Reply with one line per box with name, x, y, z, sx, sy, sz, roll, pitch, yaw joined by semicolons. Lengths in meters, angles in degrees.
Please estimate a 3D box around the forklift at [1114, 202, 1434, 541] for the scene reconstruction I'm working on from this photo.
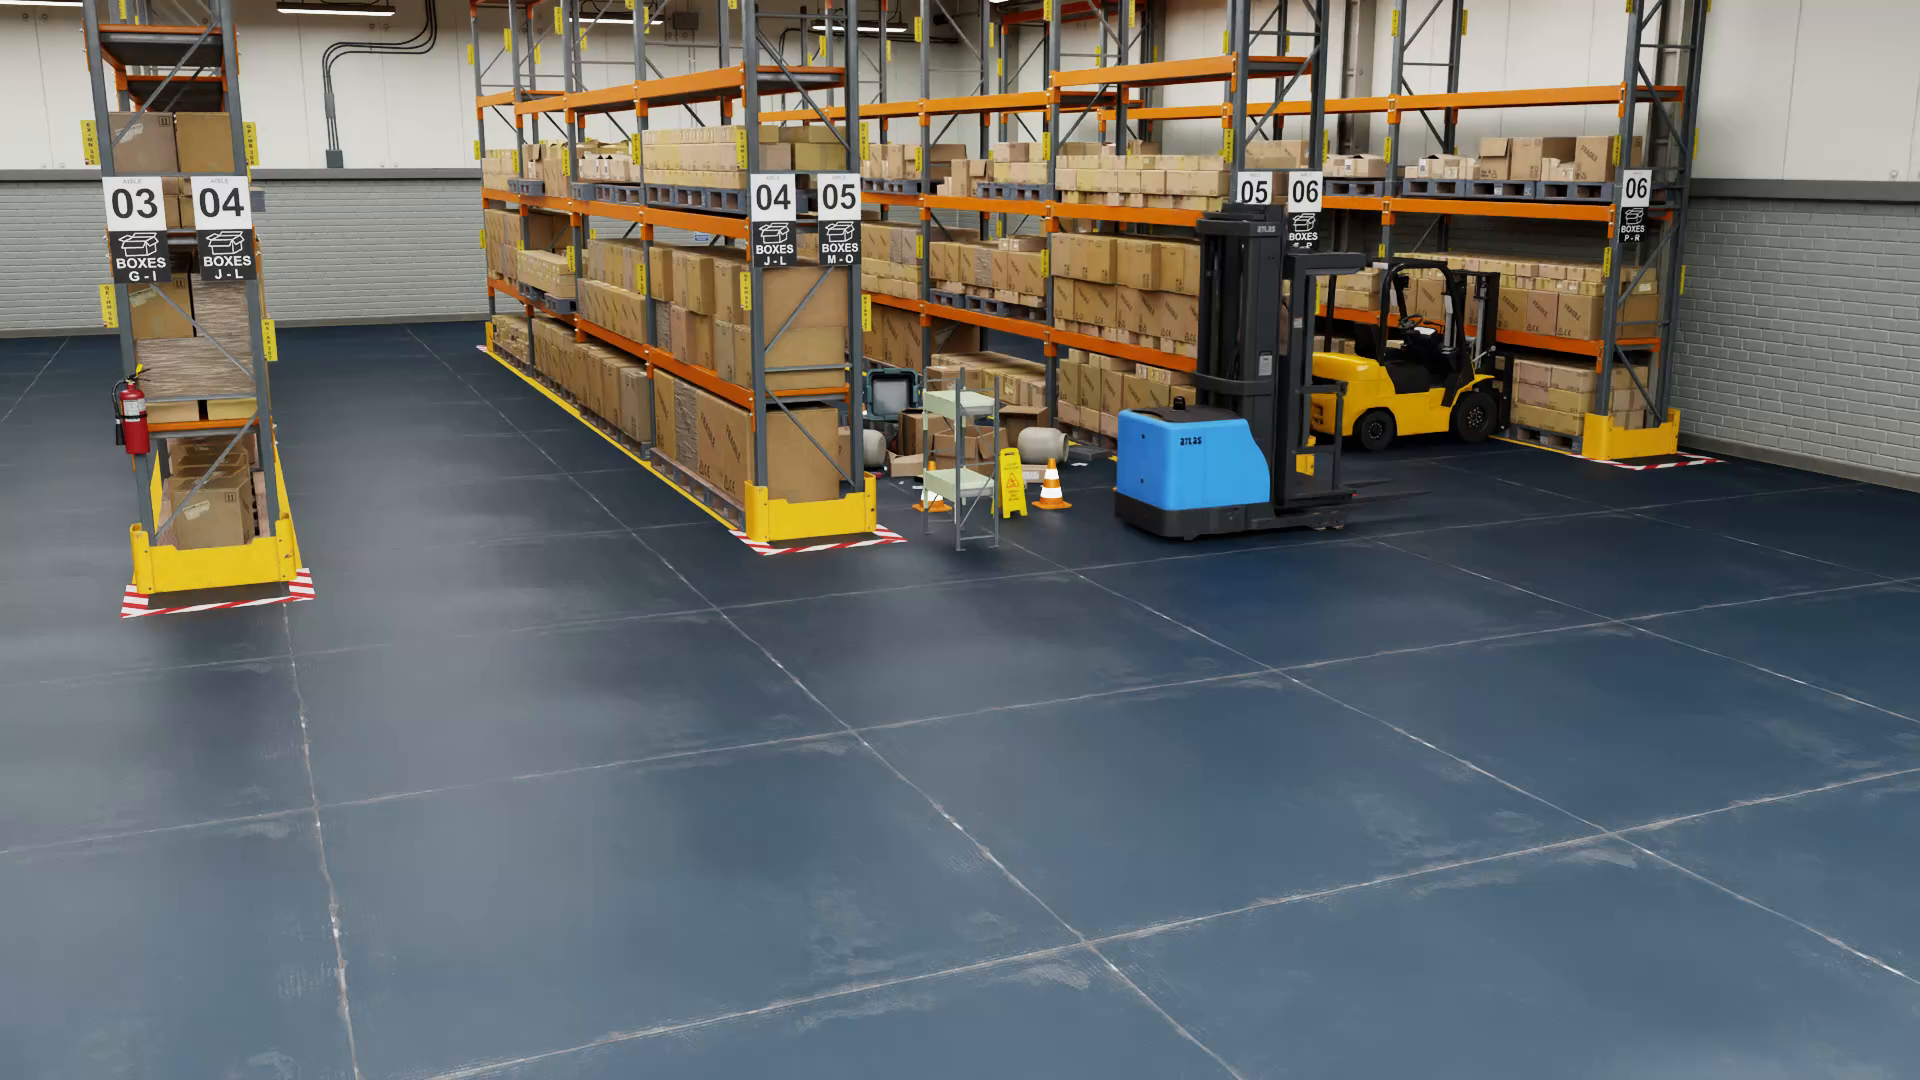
forklift;3.008;-1.615;15.347;3.031;2.935;1.130;-5;14;-22

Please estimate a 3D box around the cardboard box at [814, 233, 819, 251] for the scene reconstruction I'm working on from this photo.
cardboard box;-2.113;-5.087;27.759;0.500;0.500;0.500;-6;14;-23

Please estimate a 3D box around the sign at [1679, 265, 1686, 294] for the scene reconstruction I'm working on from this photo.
sign;8.193;-2.958;18.903;0.100;0.325;0.005;-6;14;-23

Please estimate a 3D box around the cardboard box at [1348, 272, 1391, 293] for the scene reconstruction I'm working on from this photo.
cardboard box;5.649;-3.524;22.668;0.500;0.250;0.500;-6;14;-24

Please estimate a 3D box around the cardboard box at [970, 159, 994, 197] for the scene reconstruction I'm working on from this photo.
cardboard box;0.568;-4.852;22.298;0.797;0.503;0.637;-6;14;-23

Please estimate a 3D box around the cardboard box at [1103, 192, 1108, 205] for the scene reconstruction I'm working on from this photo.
cardboard box;1.848;-3.867;18.829;0.380;0.149;0.250;-6;14;-25

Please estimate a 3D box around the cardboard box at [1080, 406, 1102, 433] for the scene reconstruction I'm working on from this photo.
cardboard box;1.746;-1.436;19.587;0.500;0.250;0.500;-5;14;-20

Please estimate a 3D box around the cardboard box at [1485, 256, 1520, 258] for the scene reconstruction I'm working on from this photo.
cardboard box;6.909;-3.536;21.174;0.380;0.149;0.250;-6;14;-24

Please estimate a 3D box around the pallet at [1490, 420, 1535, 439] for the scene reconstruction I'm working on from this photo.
pallet;6.853;-1.496;20.866;1.003;0.211;1.213;-6;14;-23

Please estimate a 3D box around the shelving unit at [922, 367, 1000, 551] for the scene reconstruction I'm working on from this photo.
shelving unit;0.003;-0.729;14.695;0.431;1.500;0.755;-6;14;-23

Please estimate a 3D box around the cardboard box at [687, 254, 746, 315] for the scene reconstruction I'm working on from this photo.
cardboard box;-2.209;-2.542;16.473;0.875;0.550;0.500;-6;14;-23

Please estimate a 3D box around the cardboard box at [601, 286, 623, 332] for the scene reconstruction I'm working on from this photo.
cardboard box;-4.026;-2.804;20.111;0.500;0.500;0.500;-6;14;-24

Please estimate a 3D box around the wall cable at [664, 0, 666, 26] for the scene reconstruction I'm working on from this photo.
wall cable;-7.228;-12.160;34.148;2.355;3.000;0.029;-6;14;-23

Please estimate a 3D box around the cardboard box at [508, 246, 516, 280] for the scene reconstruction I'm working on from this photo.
cardboard box;-6.826;-4.386;26.288;0.500;0.500;0.500;-6;14;-25

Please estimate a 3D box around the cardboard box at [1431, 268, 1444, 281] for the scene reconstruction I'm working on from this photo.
cardboard box;6.232;-3.388;21.195;0.380;0.149;0.250;-5;14;-22

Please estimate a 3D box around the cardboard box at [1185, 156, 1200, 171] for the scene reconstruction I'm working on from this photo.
cardboard box;2.542;-3.878;17.110;0.380;0.149;0.250;-6;14;-24

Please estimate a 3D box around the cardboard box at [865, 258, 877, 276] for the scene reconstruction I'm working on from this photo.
cardboard box;-1.137;-4.217;25.661;0.500;0.250;0.500;-6;14;-25

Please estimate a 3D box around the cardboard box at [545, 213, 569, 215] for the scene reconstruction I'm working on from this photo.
cardboard box;-6.345;-4.913;26.344;0.500;0.500;0.500;-6;14;-25

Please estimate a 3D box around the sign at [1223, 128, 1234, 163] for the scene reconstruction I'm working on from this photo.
sign;2.619;-3.846;16.221;0.100;0.325;0.005;-6;14;-23

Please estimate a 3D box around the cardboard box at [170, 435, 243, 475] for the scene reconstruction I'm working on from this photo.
cardboard box;-7.187;-0.714;15.914;0.500;0.500;0.500;-1;13;-5

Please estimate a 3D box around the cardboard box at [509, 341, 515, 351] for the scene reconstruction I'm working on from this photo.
cardboard box;-7.220;-3.197;27.424;0.380;0.149;0.250;-6;14;-23

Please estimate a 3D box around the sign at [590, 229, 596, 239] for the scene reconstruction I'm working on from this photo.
sign;-5.659;-4.626;25.637;0.100;0.325;0.005;-6;14;-23

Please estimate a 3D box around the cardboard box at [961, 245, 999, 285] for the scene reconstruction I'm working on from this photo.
cardboard box;0.333;-3.721;22.481;0.500;0.500;0.500;-5;14;-22

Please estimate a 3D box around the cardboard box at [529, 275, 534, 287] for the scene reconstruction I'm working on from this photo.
cardboard box;-6.015;-3.757;24.076;0.380;0.149;0.250;-6;14;-25

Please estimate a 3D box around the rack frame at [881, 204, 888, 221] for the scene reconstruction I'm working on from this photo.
rack frame;-1.671;-4.479;27.569;1.000;3.000;0.127;-6;14;-23

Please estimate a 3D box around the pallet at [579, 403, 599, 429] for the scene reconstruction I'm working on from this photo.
pallet;-4.317;-1.656;21.558;1.003;0.211;1.213;-6;14;-23

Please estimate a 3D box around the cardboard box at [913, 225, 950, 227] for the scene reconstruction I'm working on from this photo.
cardboard box;-0.443;-4.522;25.317;0.500;0.500;0.500;-5;14;-21

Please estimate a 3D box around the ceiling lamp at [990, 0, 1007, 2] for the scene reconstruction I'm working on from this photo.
ceiling lamp;1.197;-10.323;26.569;0.800;3.185;2.000;-6;14;-23

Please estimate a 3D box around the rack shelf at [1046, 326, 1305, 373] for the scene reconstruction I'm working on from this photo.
rack shelf;2.334;-2.062;18.724;1.077;0.370;4.000;-6;14;-23

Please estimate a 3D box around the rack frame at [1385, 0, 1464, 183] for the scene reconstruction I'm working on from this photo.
rack frame;6.080;-6.198;21.692;1.000;3.000;0.127;-6;14;-23

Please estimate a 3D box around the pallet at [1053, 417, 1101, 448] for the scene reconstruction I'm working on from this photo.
pallet;1.835;-1.332;20.157;1.003;0.211;1.213;-6;14;-23

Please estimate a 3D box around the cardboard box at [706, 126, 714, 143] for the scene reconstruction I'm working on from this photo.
cardboard box;-2.112;-3.709;15.228;0.380;0.149;0.250;-5;14;-22

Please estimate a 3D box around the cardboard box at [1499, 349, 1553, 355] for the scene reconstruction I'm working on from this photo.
cardboard box;7.070;-2.231;20.806;0.500;0.250;0.500;-6;14;-24

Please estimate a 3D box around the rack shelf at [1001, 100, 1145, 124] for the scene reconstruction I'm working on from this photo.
rack shelf;2.074;-7.912;30.700;1.077;0.370;4.000;-6;14;-23

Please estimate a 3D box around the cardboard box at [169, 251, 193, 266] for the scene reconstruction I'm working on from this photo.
cardboard box;-7.600;-2.496;15.902;0.500;0.500;0.500;-6;14;-23

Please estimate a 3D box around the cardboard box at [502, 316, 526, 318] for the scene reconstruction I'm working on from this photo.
cardboard box;-7.649;-3.758;28.526;0.380;0.149;0.250;-5;14;-22

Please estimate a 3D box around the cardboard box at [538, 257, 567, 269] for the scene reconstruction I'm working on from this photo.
cardboard box;-5.696;-3.884;23.304;0.380;0.149;0.250;-5;14;-20

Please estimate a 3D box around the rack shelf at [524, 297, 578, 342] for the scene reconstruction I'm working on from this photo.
rack shelf;-5.365;-3.247;23.843;1.077;0.370;4.000;-6;14;-23

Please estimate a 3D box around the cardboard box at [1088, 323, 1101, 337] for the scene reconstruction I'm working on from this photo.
cardboard box;1.716;-2.456;19.385;0.380;0.149;0.250;-5;14;-21

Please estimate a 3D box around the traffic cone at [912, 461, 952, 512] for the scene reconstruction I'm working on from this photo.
traffic cone;-0.271;-0.534;16.150;0.336;0.463;0.334;-6;14;-23

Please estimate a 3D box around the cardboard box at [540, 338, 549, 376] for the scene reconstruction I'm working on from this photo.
cardboard box;-5.900;-2.712;24.547;0.500;0.500;0.500;-5;14;-20

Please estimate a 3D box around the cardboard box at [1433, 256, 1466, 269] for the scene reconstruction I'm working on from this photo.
cardboard box;6.243;-3.532;21.158;0.380;0.149;0.250;-5;14;-22

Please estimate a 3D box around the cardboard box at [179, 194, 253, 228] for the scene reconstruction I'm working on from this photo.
cardboard box;-5.901;-2.616;13.200;0.500;0.250;0.500;-5;14;-21

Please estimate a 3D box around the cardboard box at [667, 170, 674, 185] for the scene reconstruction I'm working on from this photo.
cardboard box;-2.718;-3.634;16.672;0.380;0.149;0.250;-6;14;-24

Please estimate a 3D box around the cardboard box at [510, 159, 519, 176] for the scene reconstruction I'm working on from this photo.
cardboard box;-6.584;-5.715;25.483;0.500;0.250;0.500;-6;14;-26

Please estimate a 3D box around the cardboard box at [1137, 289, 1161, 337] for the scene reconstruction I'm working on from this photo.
cardboard box;2.272;-2.488;18.086;0.500;0.500;0.500;-6;14;-23

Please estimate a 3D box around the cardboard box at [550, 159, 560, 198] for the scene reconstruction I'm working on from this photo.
cardboard box;-5.238;-4.892;22.479;0.500;0.500;0.500;-6;14;-23

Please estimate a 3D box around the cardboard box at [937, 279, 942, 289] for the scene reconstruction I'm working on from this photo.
cardboard box;-0.109;-3.651;23.617;0.380;0.149;0.250;-7;15;-26

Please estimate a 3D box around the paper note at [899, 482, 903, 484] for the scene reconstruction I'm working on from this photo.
paper note;-0.613;-0.602;17.448;0.032;0.001;0.123;1;13;6

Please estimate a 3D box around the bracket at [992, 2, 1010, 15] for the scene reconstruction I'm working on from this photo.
bracket;0.860;-10.951;34.248;0.235;0.232;0.430;-6;14;-23

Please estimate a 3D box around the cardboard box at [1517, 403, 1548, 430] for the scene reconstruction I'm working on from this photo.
cardboard box;7.014;-1.486;19.804;0.500;0.250;0.500;-6;14;-23

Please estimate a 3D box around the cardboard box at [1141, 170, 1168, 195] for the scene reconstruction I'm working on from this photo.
cardboard box;2.271;-3.825;17.765;0.500;0.250;0.500;-5;14;-21

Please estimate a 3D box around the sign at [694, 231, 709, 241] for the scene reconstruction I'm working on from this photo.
sign;-5.622;-6.608;36.170;0.327;0.218;0.001;-6;14;-23

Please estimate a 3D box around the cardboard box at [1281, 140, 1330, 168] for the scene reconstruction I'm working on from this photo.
cardboard box;4.952;-5.483;23.881;0.500;0.500;0.500;-5;14;-22

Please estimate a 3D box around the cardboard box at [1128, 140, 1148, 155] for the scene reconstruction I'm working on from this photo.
cardboard box;3.061;-6.810;28.815;0.396;0.266;0.258;-6;14;-24

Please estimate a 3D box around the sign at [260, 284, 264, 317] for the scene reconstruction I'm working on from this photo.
sign;-7.053;-2.403;16.682;0.100;0.325;0.005;-6;14;-23

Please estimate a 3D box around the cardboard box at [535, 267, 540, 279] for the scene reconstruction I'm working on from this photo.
cardboard box;-5.802;-3.792;23.568;0.380;0.149;0.250;-6;14;-24

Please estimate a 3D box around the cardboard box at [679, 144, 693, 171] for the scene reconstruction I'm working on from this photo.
cardboard box;-2.413;-3.705;16.095;0.500;0.250;0.500;-5;14;-22
